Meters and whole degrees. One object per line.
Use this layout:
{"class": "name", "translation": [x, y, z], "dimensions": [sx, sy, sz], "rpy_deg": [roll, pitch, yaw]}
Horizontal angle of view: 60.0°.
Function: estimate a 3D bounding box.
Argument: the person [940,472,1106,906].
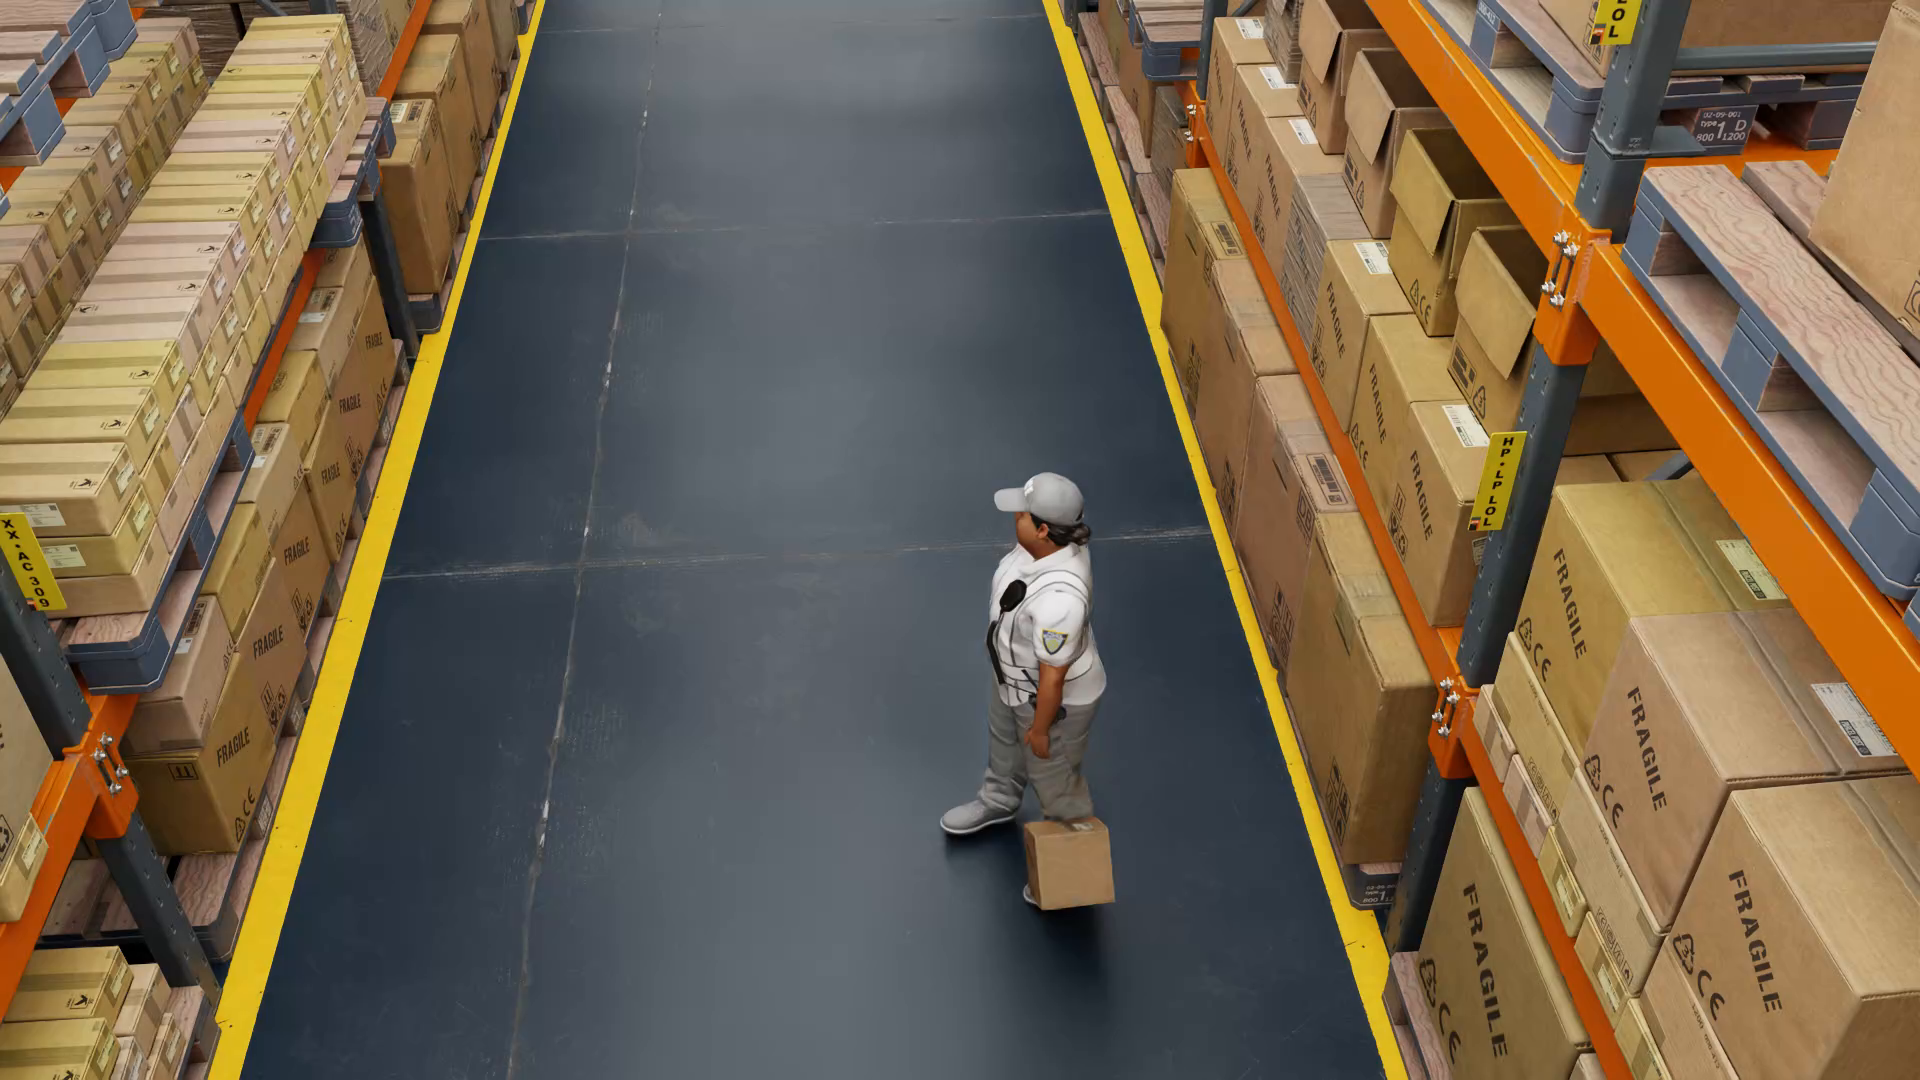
{"class": "person", "translation": [0.207, 0.482, 5.535], "dimensions": [0.538, 1.669, 0.550], "rpy_deg": [-4, 40, -5]}
